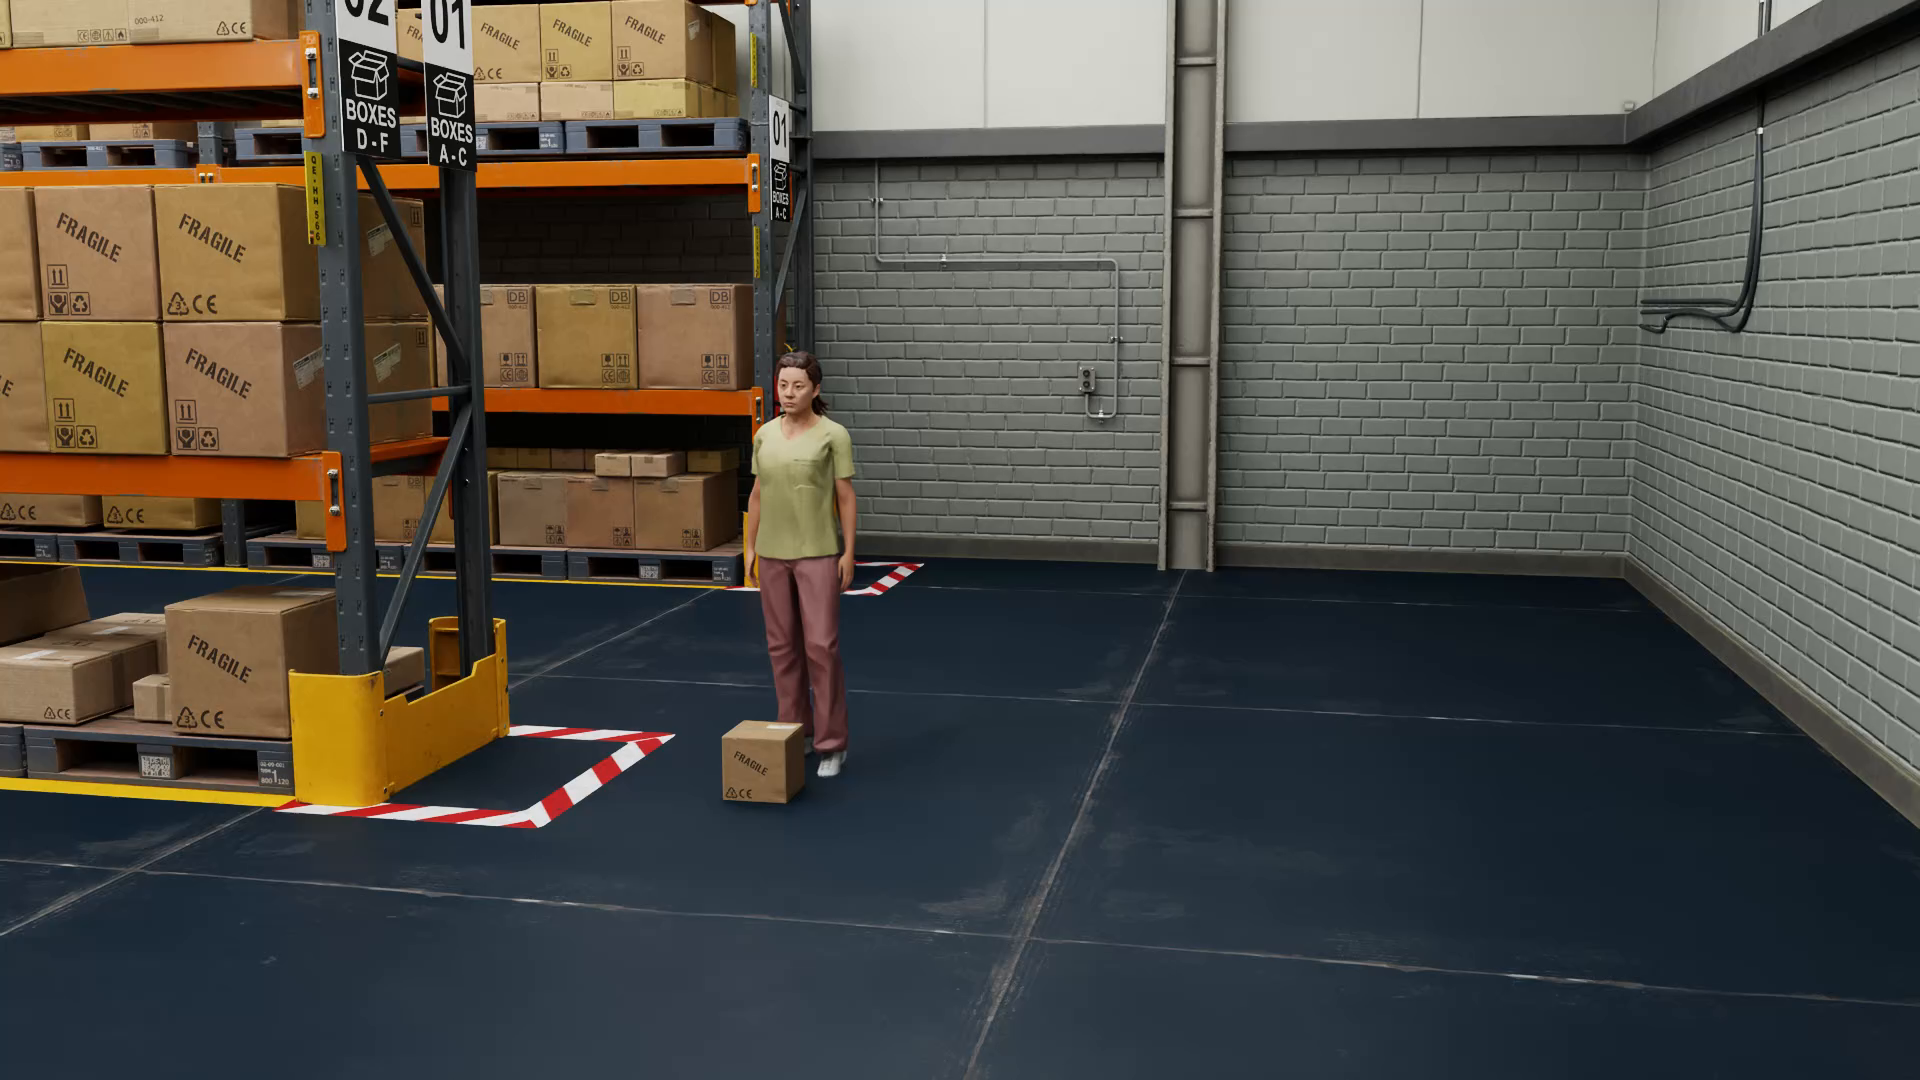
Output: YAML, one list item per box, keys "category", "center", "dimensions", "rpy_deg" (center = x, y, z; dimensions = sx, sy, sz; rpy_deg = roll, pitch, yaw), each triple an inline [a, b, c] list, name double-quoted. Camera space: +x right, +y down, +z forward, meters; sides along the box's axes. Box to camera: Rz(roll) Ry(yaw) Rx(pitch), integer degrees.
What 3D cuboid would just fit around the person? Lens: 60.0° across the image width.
- category: "person"
  center: [-0.670, 0.112, 6.723]
  dimensions: [0.476, 1.743, 0.424]
  rpy_deg: [3, 9, 19]
